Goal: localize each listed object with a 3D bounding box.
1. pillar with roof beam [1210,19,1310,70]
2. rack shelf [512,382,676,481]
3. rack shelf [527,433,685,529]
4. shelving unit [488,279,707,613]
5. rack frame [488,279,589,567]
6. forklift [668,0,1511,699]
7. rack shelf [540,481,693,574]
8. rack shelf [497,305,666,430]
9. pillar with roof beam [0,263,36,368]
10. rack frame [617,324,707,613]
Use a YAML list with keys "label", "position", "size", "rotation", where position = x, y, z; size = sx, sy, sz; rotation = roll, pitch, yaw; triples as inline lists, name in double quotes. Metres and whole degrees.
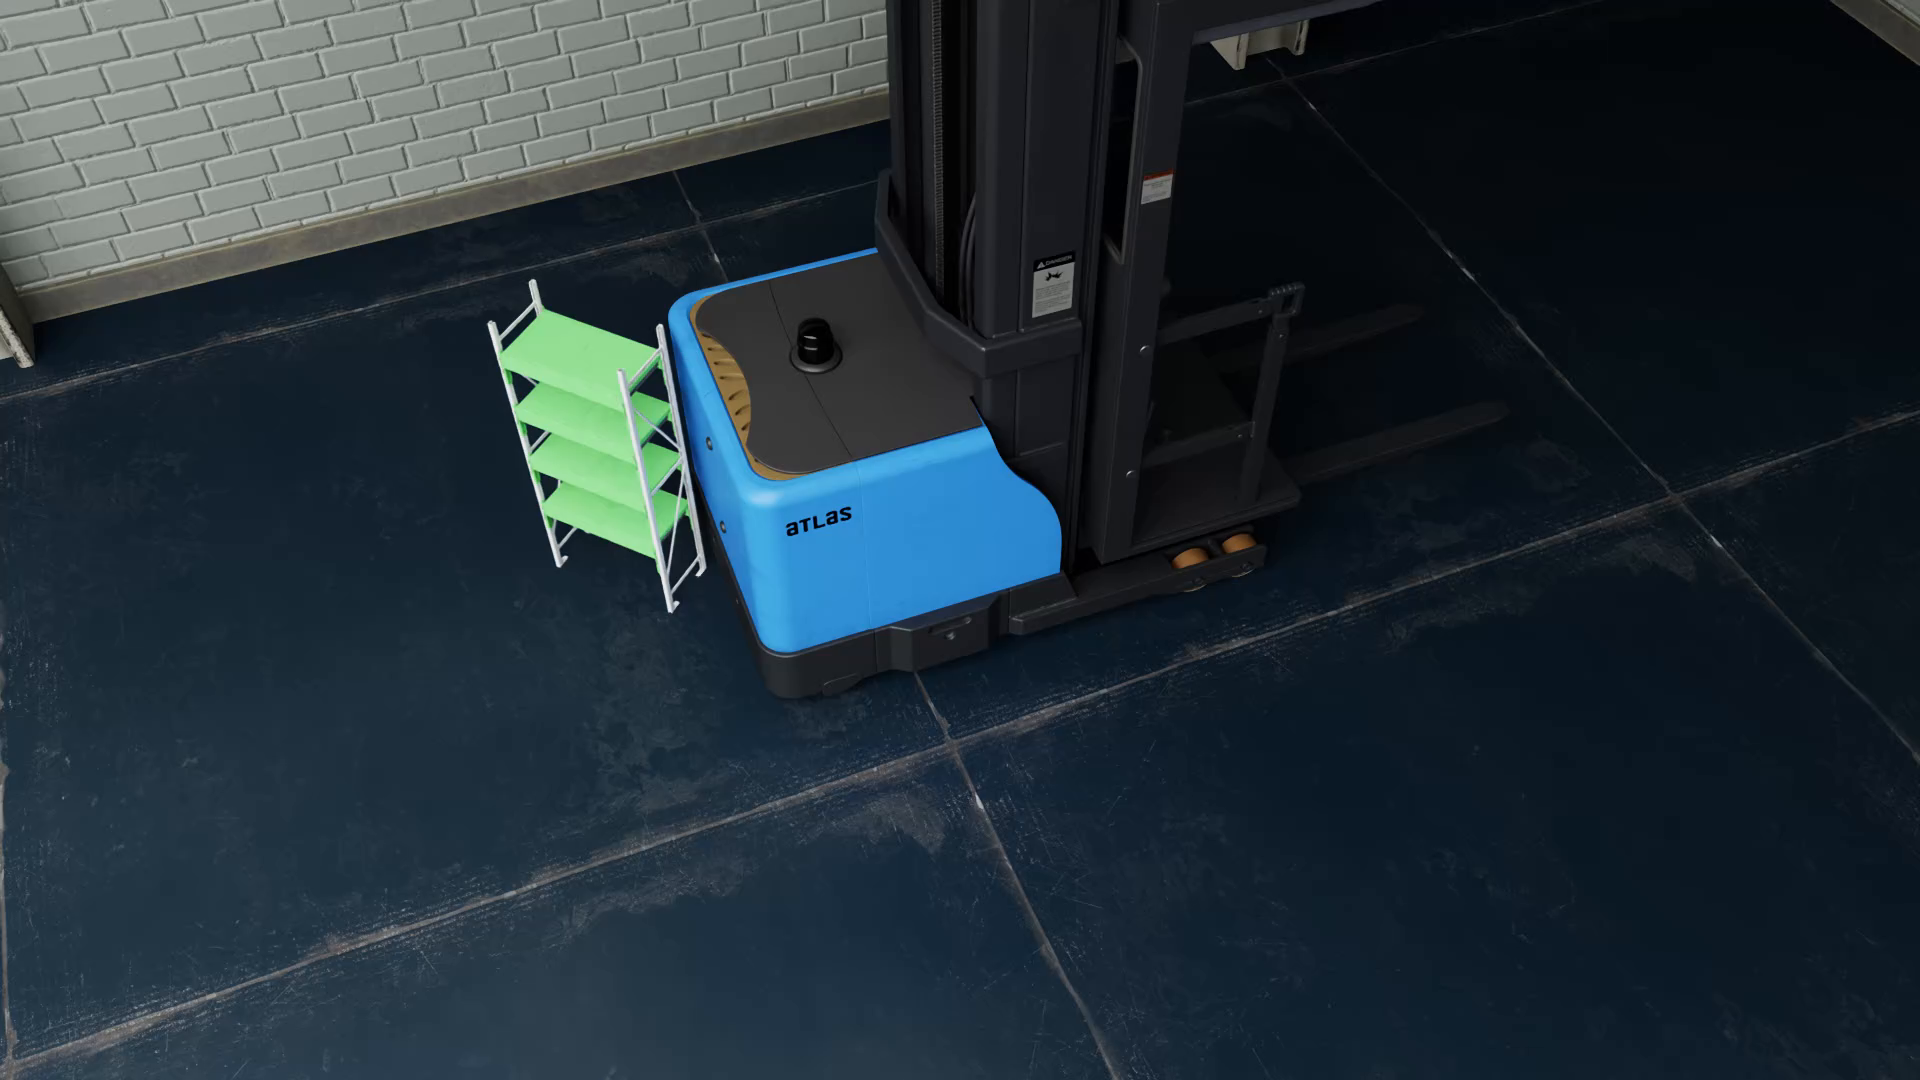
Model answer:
- label: "pillar with roof beam"
  position: [3.119, -2.405, 2.383]
  size: [0.400, 9.000, 9.100]
  rotation: [-17, 52, -14]
- label: "rack shelf"
  position: [-1.216, -0.405, 5.574]
  size: [0.480, 0.148, 0.258]
  rotation: [20, 52, 17]
- label: "rack shelf"
  position: [-1.216, -0.249, 5.756]
  size: [0.480, 0.148, 0.258]
  rotation: [20, 52, 17]
- label: "shelving unit"
  position: [-1.216, -0.290, 5.708]
  size: [0.503, 1.200, 0.258]
  rotation: [20, 52, 17]
- label: "rack frame"
  position: [-1.435, -0.372, 5.778]
  size: [0.015, 1.200, 0.240]
  rotation: [20, 52, 17]
- label: "forklift"
  position: [0.584, -1.126, 5.285]
  size: [3.031, 2.935, 1.130]
  rotation: [-16, 51, -14]
- label: "rack shelf"
  position: [-1.216, -0.092, 5.939]
  size: [0.480, 0.148, 0.258]
  rotation: [20, 52, 17]
- label: "rack shelf"
  position: [-1.215, -0.561, 5.392]
  size: [0.480, 0.148, 0.258]
  rotation: [20, 52, 17]
- label: "pillar with roof beam"
  position: [-2.436, -0.683, 0.905]
  size: [0.400, 9.000, 9.100]
  rotation: [-17, 52, -14]
- label: "rack frame"
  position: [-0.997, -0.208, 5.638]
  size: [0.015, 1.200, 0.240]
  rotation: [20, 52, 17]
